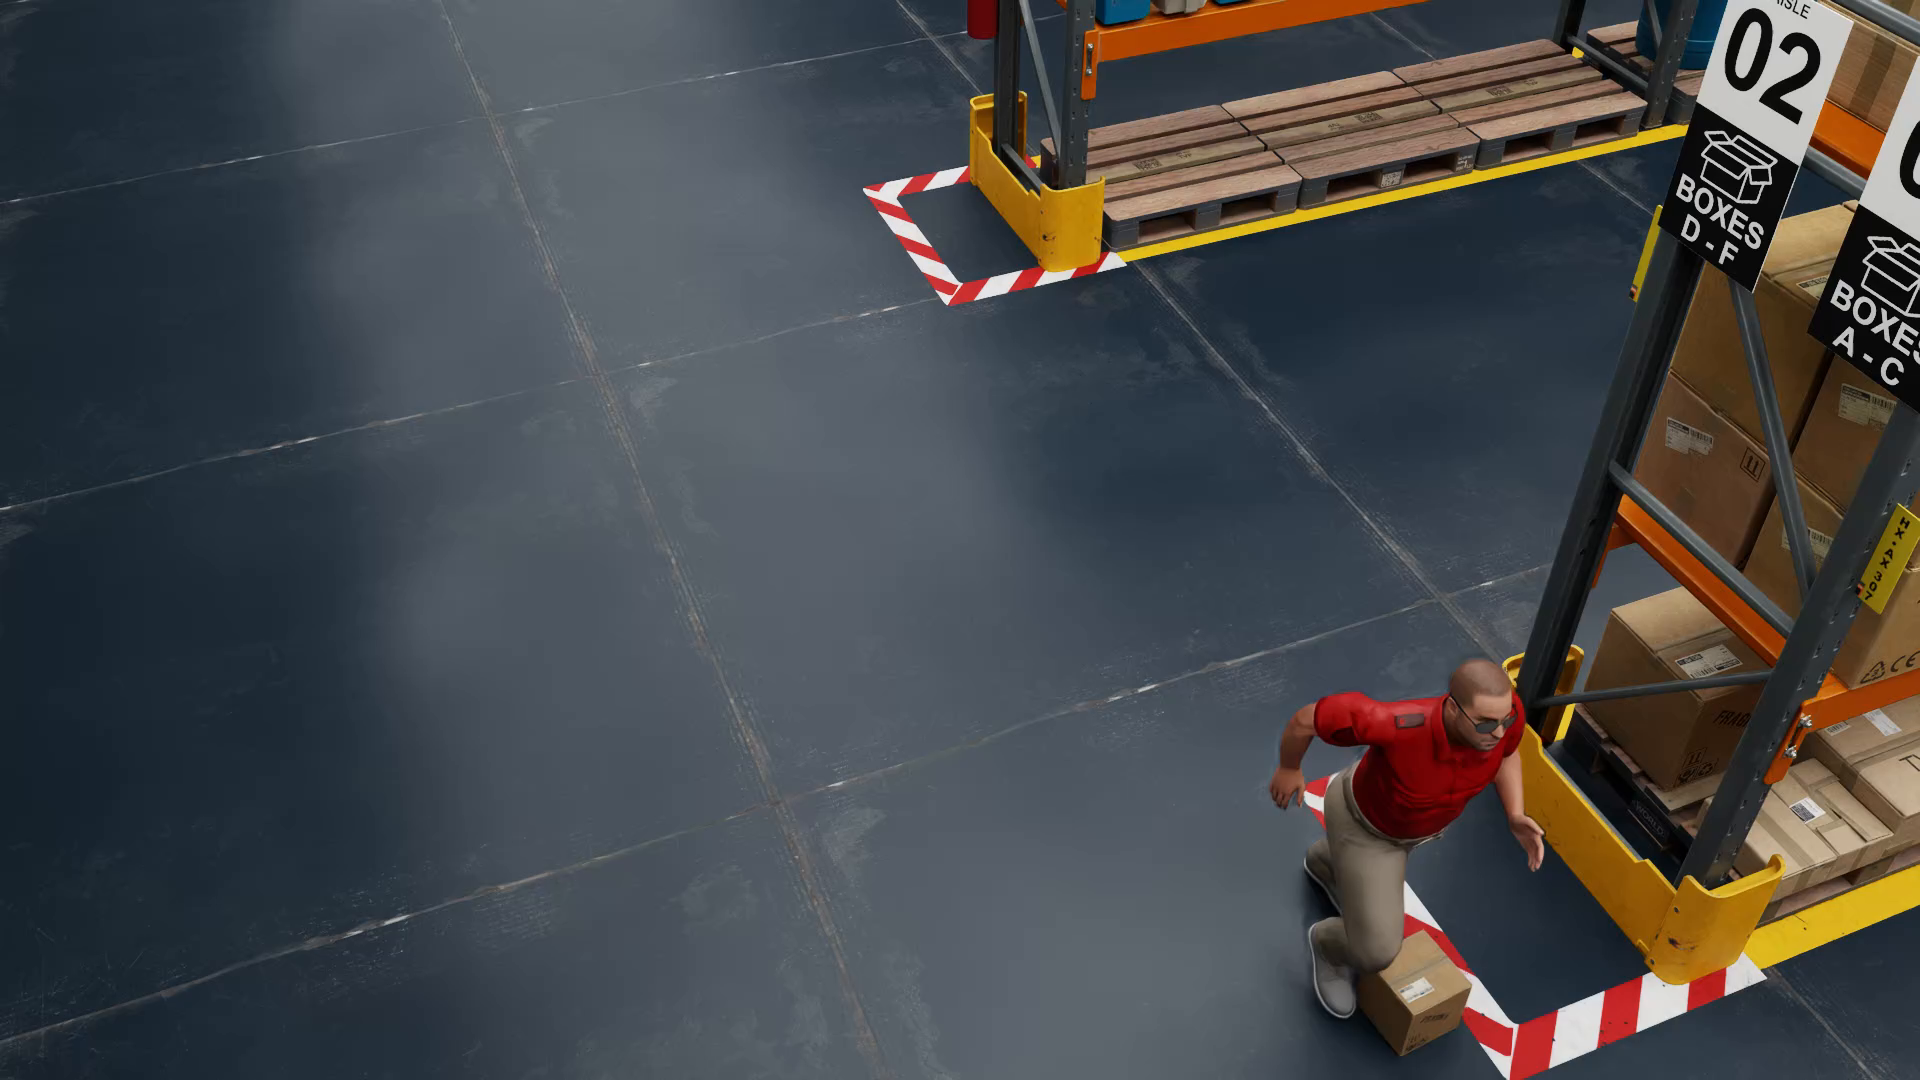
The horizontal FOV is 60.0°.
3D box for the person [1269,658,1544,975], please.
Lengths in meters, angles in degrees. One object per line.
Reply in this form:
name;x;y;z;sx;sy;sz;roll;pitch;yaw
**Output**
person;1.369;0.859;5.182;0.657;1.549;0.910;-20;45;-21
